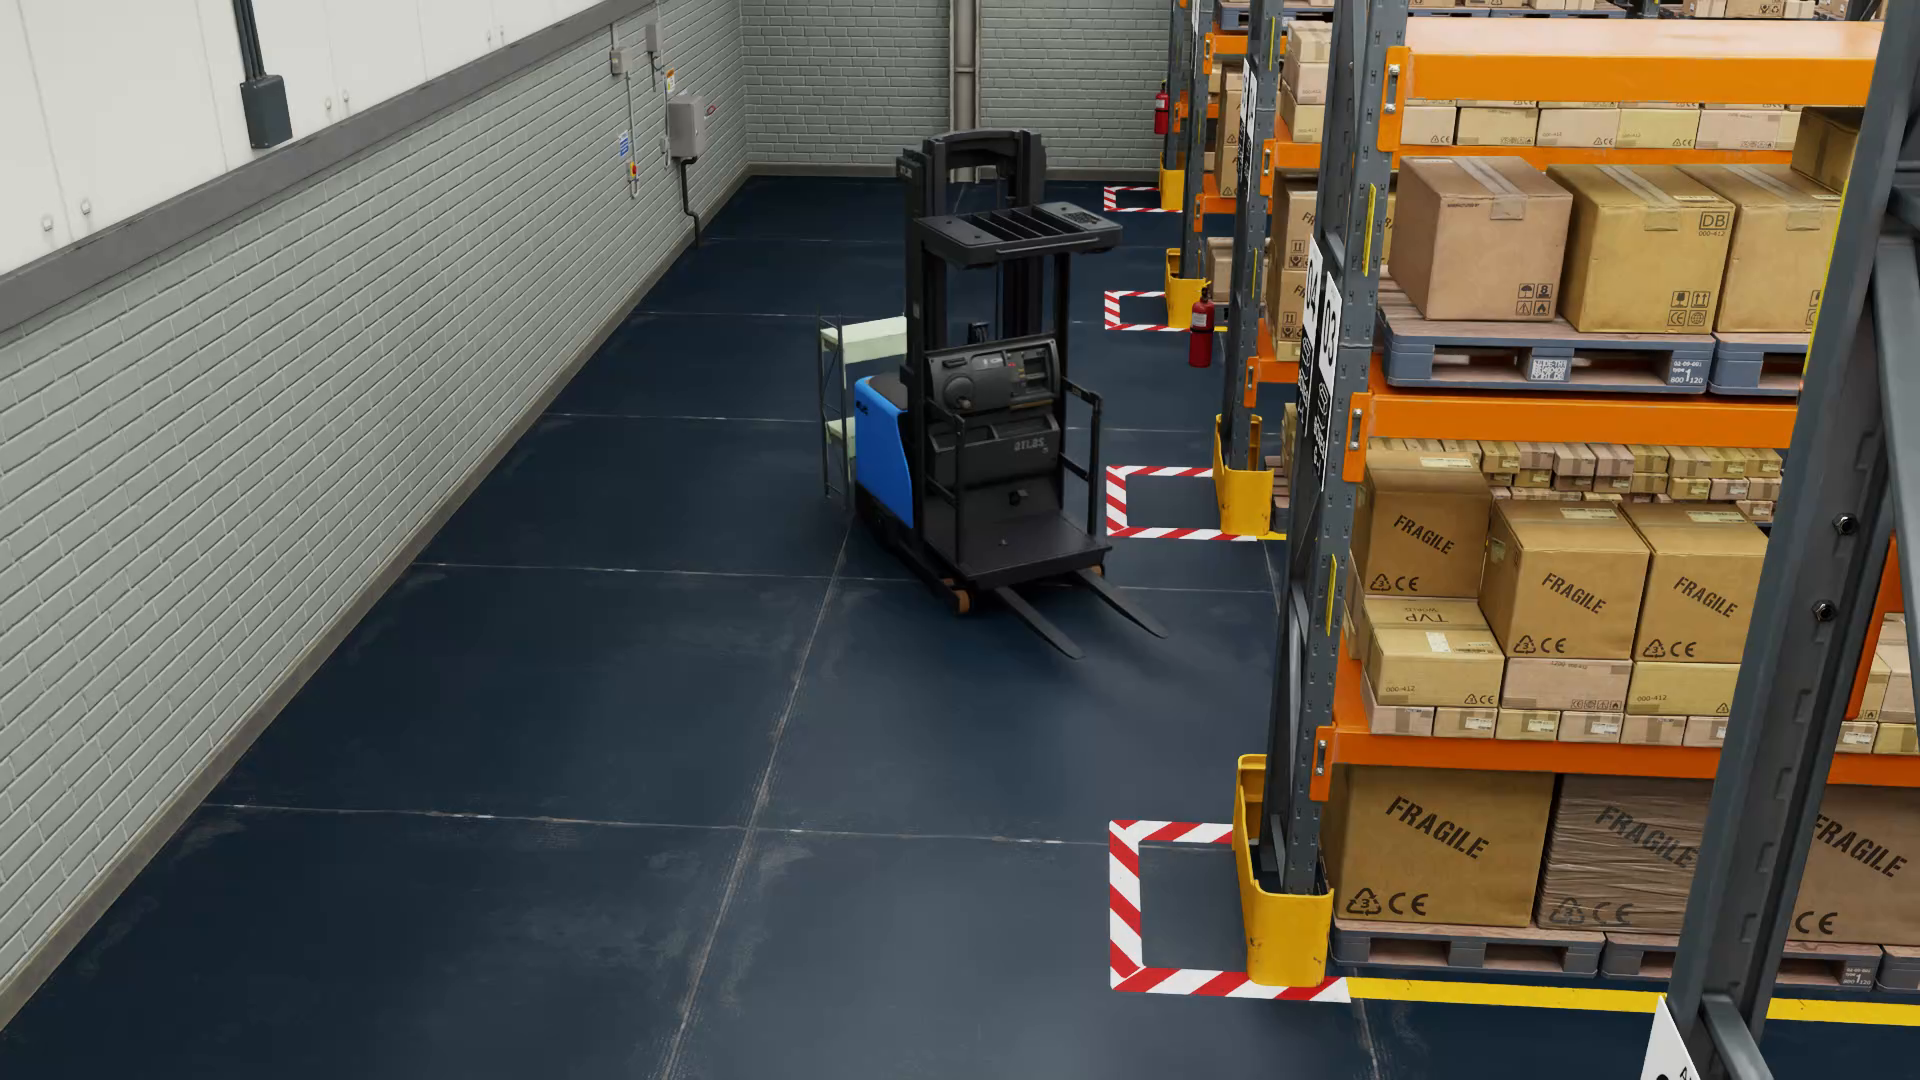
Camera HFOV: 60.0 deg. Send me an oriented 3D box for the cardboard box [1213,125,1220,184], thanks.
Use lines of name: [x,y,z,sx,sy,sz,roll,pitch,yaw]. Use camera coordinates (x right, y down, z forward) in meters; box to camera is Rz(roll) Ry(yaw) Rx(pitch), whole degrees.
cardboard box: [2.814,-3.848,16.615,0.500,0.500,0.500,2,25,4]

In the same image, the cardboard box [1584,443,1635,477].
cardboard box: [4.612,-0.589,11.850,0.250,0.149,0.380,1,25,1]

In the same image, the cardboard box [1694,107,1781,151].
cardboard box: [5.016,-2.732,10.900,0.500,0.250,0.500,2,25,4]

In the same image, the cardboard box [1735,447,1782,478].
cardboard box: [5.648,-0.582,11.834,0.250,0.149,0.380,3,25,5]

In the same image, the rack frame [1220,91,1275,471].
rack frame: [2.035,-1.641,11.939,0.127,3.000,1.000,2,25,4]

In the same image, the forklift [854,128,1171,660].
forklift: [0.325,-1.051,10.739,1.130,2.935,3.031,-12,27,-23]

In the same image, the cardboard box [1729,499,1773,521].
cardboard box: [5.606,-0.279,11.888,0.250,0.149,0.380,2,25,5]

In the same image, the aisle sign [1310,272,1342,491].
aisle sign: [1.459,-0.635,6.644,0.004,0.787,0.394,2,25,4]

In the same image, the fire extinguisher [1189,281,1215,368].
fire extinguisher: [1.819,-1.637,12.469,0.183,0.674,0.296,2,25,4]

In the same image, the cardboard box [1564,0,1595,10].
cardboard box: [5.640,-5.004,15.199,0.258,0.266,0.396,3,25,6]

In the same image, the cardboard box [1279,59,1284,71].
cardboard box: [3.205,-4.602,16.283,0.250,0.149,0.380,2,25,3]

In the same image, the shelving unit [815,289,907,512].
shelving unit: [-0.621,-1.042,12.413,0.755,1.500,0.431,-14,26,-27]

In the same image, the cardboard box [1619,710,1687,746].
cardboard box: [2.908,0.718,7.113,0.250,0.149,0.380,1,25,3]

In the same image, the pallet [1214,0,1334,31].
pallet: [3.053,-5.010,15.779,1.213,0.211,1.003,2,25,4]

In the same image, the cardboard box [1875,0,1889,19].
cardboard box: [8.510,-4.986,14.998,0.500,0.500,0.500,2,25,4]

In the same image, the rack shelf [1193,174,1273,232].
rack shelf: [4.307,-3.317,16.441,4.000,0.370,1.077,2,25,4]

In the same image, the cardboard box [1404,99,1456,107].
cardboard box: [2.973,-3.024,10.938,0.500,0.250,0.500,2,25,3]

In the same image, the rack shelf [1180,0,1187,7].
rack shelf: [4.683,-6.748,20.310,4.000,0.370,1.077,2,25,4]

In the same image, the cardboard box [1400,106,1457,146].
cardboard box: [2.987,-2.796,11.040,0.500,0.250,0.500,3,25,6]

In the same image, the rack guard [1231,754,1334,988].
rack guard: [1.530,1.558,7.978,0.348,0.500,1.175,2,25,4]

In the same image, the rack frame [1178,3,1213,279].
rack frame: [2.313,-3.707,16.430,0.127,3.000,1.000,2,25,4]

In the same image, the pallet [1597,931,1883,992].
pallet: [3.571,1.723,7.965,1.213,0.211,1.003,2,25,4]

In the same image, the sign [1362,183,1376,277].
sign: [1.506,-1.142,6.125,0.005,0.325,0.100,2,25,4]

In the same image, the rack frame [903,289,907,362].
rack frame: [-0.305,-1.119,12.580,0.023,1.500,0.400,-14,26,-27]

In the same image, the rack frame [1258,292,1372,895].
rack frame: [1.554,0.423,7.454,0.127,3.000,1.000,2,25,4]

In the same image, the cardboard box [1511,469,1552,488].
cardboard box: [4.119,-0.518,12.052,0.250,0.149,0.380,3,25,6]

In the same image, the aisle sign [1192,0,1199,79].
aisle sign: [2.219,-4.770,15.629,0.004,0.787,0.394,2,25,4]

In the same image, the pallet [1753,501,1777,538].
pallet: [5.351,-0.253,12.259,1.213,0.211,1.003,2,25,4]

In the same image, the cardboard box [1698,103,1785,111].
cardboard box: [5.025,-2.965,10.809,0.500,0.250,0.500,1,25,2]

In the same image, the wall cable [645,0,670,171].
wall cable: [-3.214,-4.931,17.874,0.122,1.984,0.588,2,25,4]

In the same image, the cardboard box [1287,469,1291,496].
cardboard box: [2.533,-0.387,12.121,0.250,0.149,0.380,2,25,5]

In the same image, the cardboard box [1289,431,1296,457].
cardboard box: [2.531,-0.649,11.979,0.250,0.149,0.380,1,25,2]

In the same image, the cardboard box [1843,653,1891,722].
cardboard box: [3.552,0.530,7.045,0.500,0.250,0.500,1,25,3]

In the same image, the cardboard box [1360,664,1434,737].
cardboard box: [1.883,0.686,7.183,0.250,0.149,0.380,2,25,5]

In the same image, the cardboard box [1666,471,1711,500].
cardboard box: [5.145,-0.426,11.851,0.250,0.149,0.380,1,25,2]

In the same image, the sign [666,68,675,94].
sign: [-3.216,-5.108,18.485,0.001,0.242,0.339,2,25,4]

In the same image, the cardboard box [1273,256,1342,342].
cardboard box: [2.461,-1.692,11.575,0.500,0.500,0.500,3,25,6]

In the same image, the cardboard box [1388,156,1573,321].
cardboard box: [2.077,-1.227,6.710,0.500,0.500,0.700,0,25,1]

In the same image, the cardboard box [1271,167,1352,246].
cardboard box: [2.510,-2.365,11.841,0.500,0.500,0.500,1,25,3]

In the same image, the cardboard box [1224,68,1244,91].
cardboard box: [2.646,-4.375,15.789,0.250,0.149,0.380,2,25,5]

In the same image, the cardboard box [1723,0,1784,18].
cardboard box: [7.158,-5.029,15.092,0.500,0.500,0.500,1,25,3]

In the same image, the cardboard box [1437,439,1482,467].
cardboard box: [3.586,-0.642,11.965,0.250,0.149,0.380,3,25,6]

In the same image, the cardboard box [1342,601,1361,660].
cardboard box: [1.934,0.411,7.780,0.250,0.149,0.380,2,25,5]

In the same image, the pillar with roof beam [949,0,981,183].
pillar with roof beam: [-0.260,-7.169,16.777,0.400,9.000,9.100,2,25,4]

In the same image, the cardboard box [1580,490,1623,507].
cardboard box: [4.574,-0.312,11.960,0.250,0.149,0.380,2,25,4]

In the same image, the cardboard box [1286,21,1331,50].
cardboard box: [2.389,-3.456,11.399,0.250,0.149,0.380,2,25,4]

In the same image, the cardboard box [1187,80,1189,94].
cardboard box: [3.040,-5.763,21.199,0.250,0.149,0.380,2,25,3]

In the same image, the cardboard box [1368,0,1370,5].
cardboard box: [3.802,-5.197,15.564,0.500,0.311,0.500,2,25,5]

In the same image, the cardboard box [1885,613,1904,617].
cardboard box: [4.082,0.328,7.485,0.500,0.250,0.500,2,25,5]

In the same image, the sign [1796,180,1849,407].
sign: [1.201,-0.321,2.280,0.005,0.325,0.100,2,25,4]
